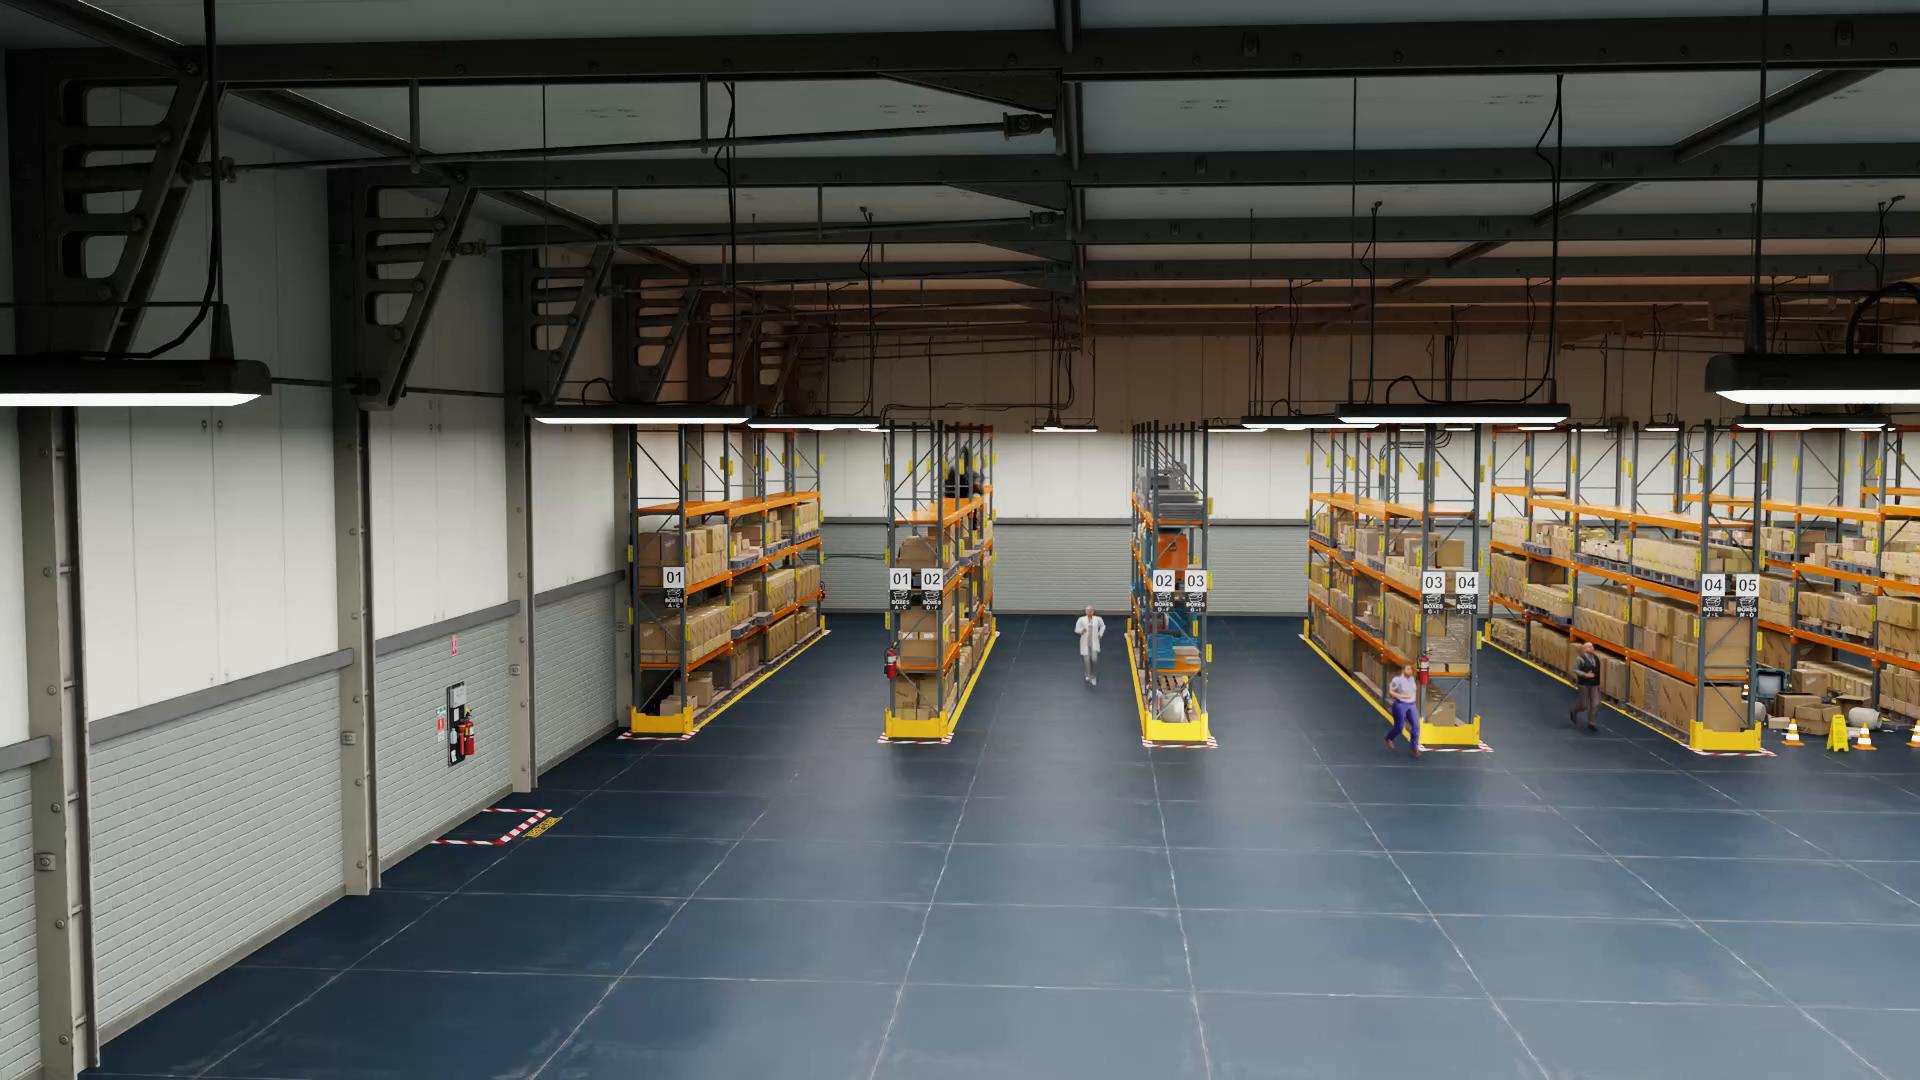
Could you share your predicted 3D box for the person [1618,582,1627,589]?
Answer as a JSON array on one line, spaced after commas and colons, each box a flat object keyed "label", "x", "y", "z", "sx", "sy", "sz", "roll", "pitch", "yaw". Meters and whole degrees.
[{"label": "person", "x": 18.960, "y": 1.908, "z": 47.319, "sx": 0.666, "sy": 1.705, "sz": 0.594, "roll": 1, "pitch": 4, "yaw": 11}]

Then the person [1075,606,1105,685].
[{"label": "person", "x": 2.985, "y": 2.425, "z": 38.204, "sx": 0.688, "sy": 1.834, "sz": 0.785, "roll": 0, "pitch": 4, "yaw": 5}]

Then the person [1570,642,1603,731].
[{"label": "person", "x": 12.194, "y": 2.825, "z": 32.305, "sx": 0.665, "sy": 1.693, "sz": 0.729, "roll": -1, "pitch": 4, "yaw": -12}]

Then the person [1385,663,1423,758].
[{"label": "person", "x": 7.956, "y": 3.022, "z": 29.808, "sx": 0.638, "sy": 1.658, "sz": 0.908, "roll": -1, "pitch": 4, "yaw": -20}]
